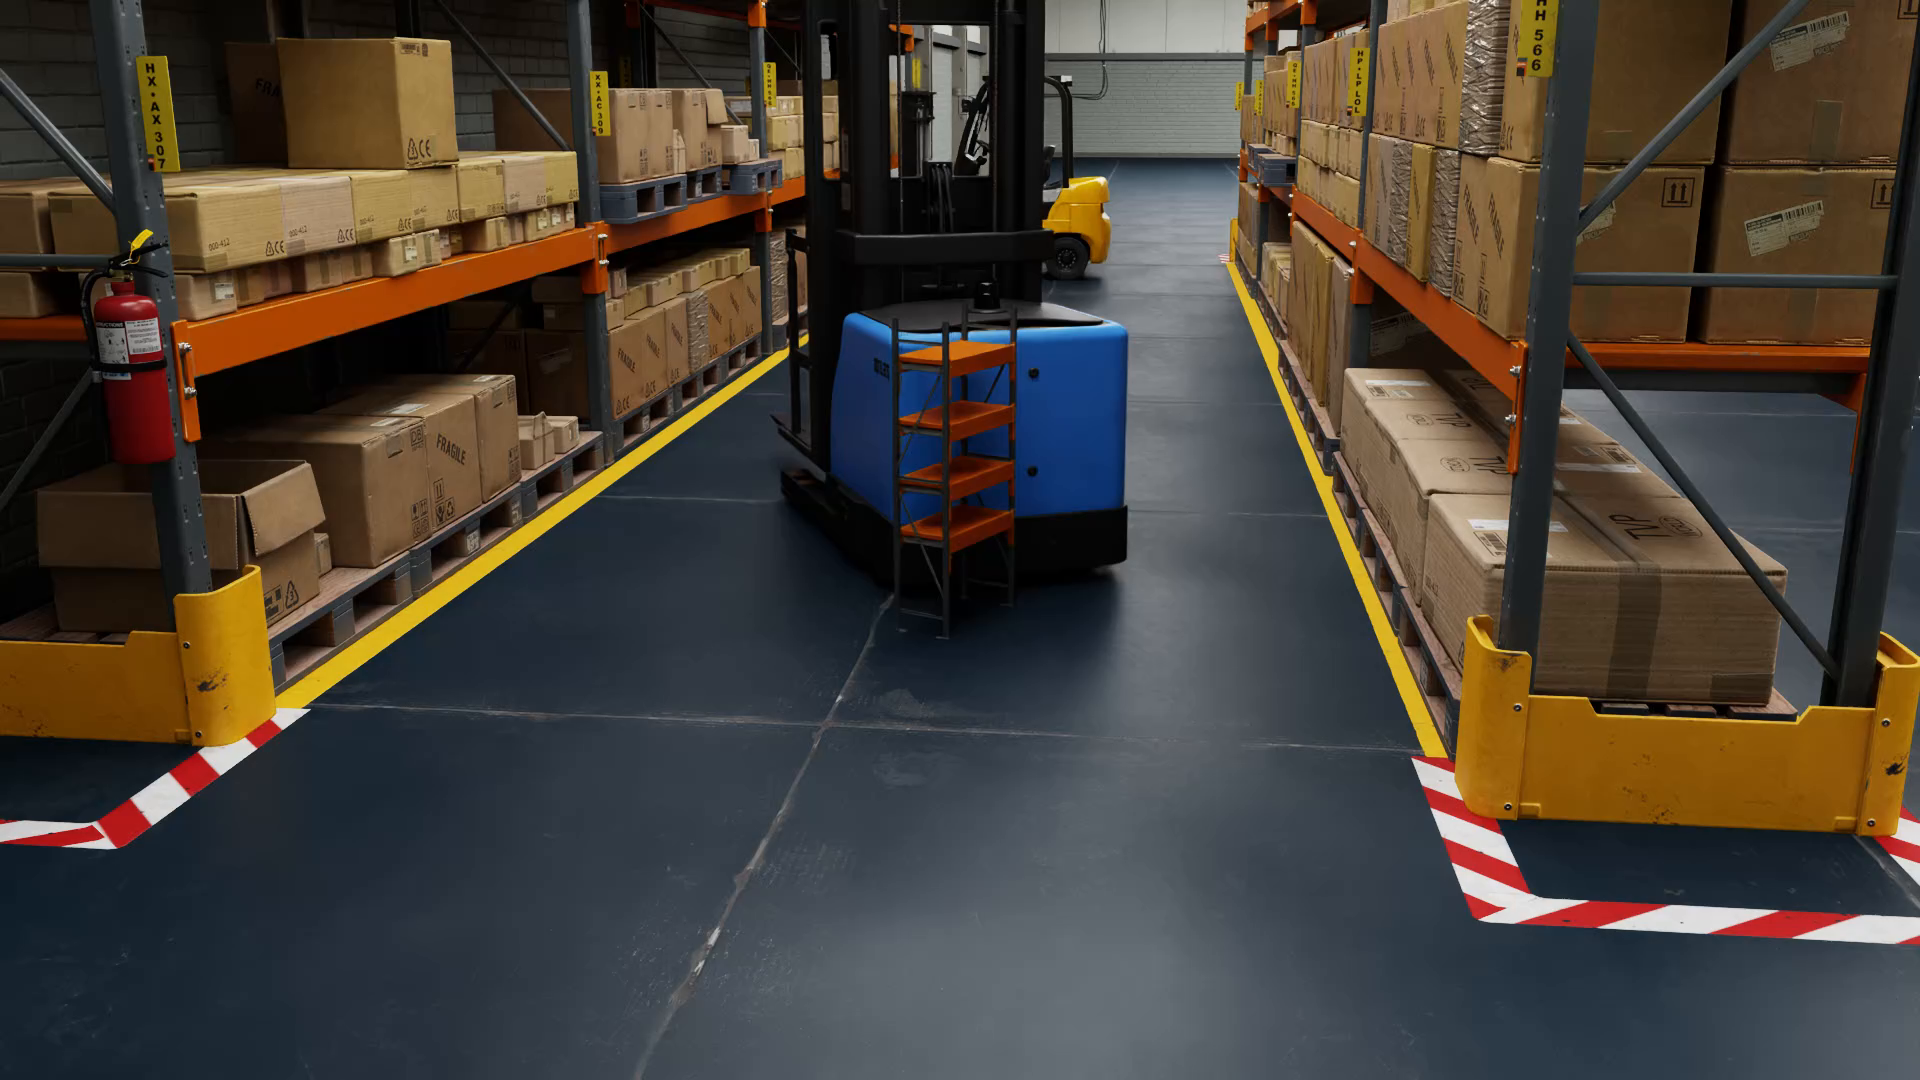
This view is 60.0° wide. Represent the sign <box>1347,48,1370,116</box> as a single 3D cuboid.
[{"bbox_3d":[1.971,-2.261,8.213,0.100,0.325,0.005,2,15,6],"label":"sign"}]

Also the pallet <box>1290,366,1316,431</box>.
[{"bbox_3d":[2.658,-0.901,10.589,1.003,0.211,1.213,2,15,6],"label":"pallet"}]

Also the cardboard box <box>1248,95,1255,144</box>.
[{"bbox_3d":[3.375,-4.518,17.863,0.500,0.500,0.500,1,15,5],"label":"cardboard box"}]

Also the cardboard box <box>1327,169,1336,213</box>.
[{"bbox_3d":[2.446,-2.041,9.751,0.500,0.250,0.500,1,15,5],"label":"cardboard box"}]

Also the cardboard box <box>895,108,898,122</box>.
[{"bbox_3d":[-0.930,-4.763,19.340,0.500,0.500,0.500,2,15,8],"label":"cardboard box"}]

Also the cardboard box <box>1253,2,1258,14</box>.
[{"bbox_3d":[3.363,-5.755,17.932,0.380,0.149,0.250,2,15,7],"label":"cardboard box"}]

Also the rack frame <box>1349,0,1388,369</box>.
[{"bbox_3d":[2.511,-1.727,8.304,1.000,3.000,0.127,2,15,6],"label":"rack frame"}]

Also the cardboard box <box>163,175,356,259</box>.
[{"bbox_3d":[-2.497,-1.147,5.874,0.500,0.250,0.500,2,15,7],"label":"cardboard box"}]

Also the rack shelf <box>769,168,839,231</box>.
[{"bbox_3d":[-1.744,-3.081,14.690,1.077,0.370,4.000,2,15,6],"label":"rack shelf"}]

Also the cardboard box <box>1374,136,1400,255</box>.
[{"bbox_3d":[2.137,-1.531,7.387,0.500,0.500,0.500,2,15,7],"label":"cardboard box"}]

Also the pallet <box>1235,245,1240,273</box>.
[{"bbox_3d":[3.730,-3.264,19.329,1.003,0.211,1.213,2,15,6],"label":"pallet"}]

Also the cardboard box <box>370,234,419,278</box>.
[{"bbox_3d":[-2.368,-1.124,6.552,0.380,0.149,0.250,1,15,5],"label":"cardboard box"}]

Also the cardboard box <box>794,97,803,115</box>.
[{"bbox_3d":[-1.506,-3.680,14.092,0.380,0.149,0.250,2,15,7],"label":"cardboard box"}]

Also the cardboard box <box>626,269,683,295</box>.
[{"bbox_3d":[-2.030,-1.678,10.864,0.380,0.149,0.250,2,15,6],"label":"cardboard box"}]

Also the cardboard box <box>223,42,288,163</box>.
[{"bbox_3d":[-2.854,-1.927,7.324,0.500,0.500,0.500,1,15,5],"label":"cardboard box"}]

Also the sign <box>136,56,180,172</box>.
[{"bbox_3d":[-2.334,-1.237,4.832,0.100,0.325,0.005,2,15,6],"label":"sign"}]

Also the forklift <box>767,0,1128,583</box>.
[{"bbox_3d":[-0.258,-1.579,7.887,1.130,2.935,3.031,-5,16,-19],"label":"forklift"}]

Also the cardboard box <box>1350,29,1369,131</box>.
[{"bbox_3d":[2.312,-2.382,8.616,0.500,0.500,0.500,2,15,8],"label":"cardboard box"}]

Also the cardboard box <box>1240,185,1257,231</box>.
[{"bbox_3d":[3.442,-3.734,18.751,0.500,0.500,0.500,1,15,4],"label":"cardboard box"}]

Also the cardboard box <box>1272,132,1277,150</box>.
[{"bbox_3d":[2.863,-3.412,14.212,0.380,0.149,0.250,2,15,8],"label":"cardboard box"}]

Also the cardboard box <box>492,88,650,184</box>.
[{"bbox_3d":[-2.145,-2.242,9.212,0.700,0.500,0.500,2,15,8],"label":"cardboard box"}]

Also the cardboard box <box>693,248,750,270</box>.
[{"bbox_3d":[-1.774,-2.084,12.363,0.380,0.149,0.250,1,15,4],"label":"cardboard box"}]

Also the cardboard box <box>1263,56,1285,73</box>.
[{"bbox_3d":[3.009,-4.398,15.373,0.380,0.149,0.250,2,15,6],"label":"cardboard box"}]

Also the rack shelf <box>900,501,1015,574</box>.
[{"bbox_3d":[-0.017,-0.015,6.437,0.258,0.148,0.480,9,18,30],"label":"rack shelf"}]

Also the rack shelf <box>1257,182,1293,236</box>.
[{"bbox_3d":[3.188,-2.936,14.152,1.077,0.370,4.000,2,15,6],"label":"rack shelf"}]

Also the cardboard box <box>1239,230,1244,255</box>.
[{"bbox_3d":[3.434,-3.382,18.885,0.500,0.250,0.500,2,15,8],"label":"cardboard box"}]

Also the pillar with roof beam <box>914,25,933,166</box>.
[{"bbox_3d":[3.590,-10.712,30.039,9.100,9.000,0.400,2,15,6],"label":"pillar with roof beam"}]

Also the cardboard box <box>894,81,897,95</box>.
[{"bbox_3d":[-0.919,-5.124,18.861,0.380,0.149,0.250,2,15,8],"label":"cardboard box"}]

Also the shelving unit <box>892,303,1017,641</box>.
[{"bbox_3d":[-0.016,-0.272,6.368,0.258,1.200,0.503,9,18,30],"label":"shelving unit"}]

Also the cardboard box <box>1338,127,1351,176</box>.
[{"bbox_3d":[2.368,-2.148,9.187,0.500,0.250,0.500,2,15,8],"label":"cardboard box"}]

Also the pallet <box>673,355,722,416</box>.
[{"bbox_3d":[-2.232,-1.056,11.162,1.003,0.211,1.213,2,15,6],"label":"pallet"}]

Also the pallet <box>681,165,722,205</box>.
[{"bbox_3d":[-2.185,-2.313,10.837,1.003,0.211,1.213,2,15,6],"label":"pallet"}]

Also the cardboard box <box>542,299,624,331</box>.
[{"bbox_3d":[-2.117,-1.267,9.343,0.380,0.149,0.250,2,15,9],"label":"cardboard box"}]

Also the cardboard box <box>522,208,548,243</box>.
[{"bbox_3d":[-2.220,-1.525,8.036,0.380,0.149,0.250,2,15,8],"label":"cardboard box"}]

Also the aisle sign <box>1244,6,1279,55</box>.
[{"bbox_3d":[3.564,-6.120,19.567,0.394,0.787,0.004,2,15,6],"label":"aisle sign"}]

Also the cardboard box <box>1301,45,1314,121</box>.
[{"bbox_3d":[2.664,-3.175,11.550,0.500,0.500,0.500,1,15,4],"label":"cardboard box"}]

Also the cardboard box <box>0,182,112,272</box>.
[{"bbox_3d":[-3.085,-1.033,5.455,0.500,0.250,0.500,2,15,8],"label":"cardboard box"}]

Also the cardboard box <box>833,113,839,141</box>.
[{"bbox_3d":[-1.371,-3.848,15.475,0.500,0.250,0.500,1,15,5],"label":"cardboard box"}]

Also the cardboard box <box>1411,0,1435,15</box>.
[{"bbox_3d":[2.070,-2.232,6.820,0.380,0.149,0.250,1,15,5],"label":"cardboard box"}]

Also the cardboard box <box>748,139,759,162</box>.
[{"bbox_3d":[-1.663,-2.810,11.983,0.380,0.149,0.250,2,15,7],"label":"cardboard box"}]

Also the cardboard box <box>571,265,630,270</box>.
[{"bbox_3d":[-2.431,-1.756,11.152,0.380,0.149,0.250,2,15,7],"label":"cardboard box"}]

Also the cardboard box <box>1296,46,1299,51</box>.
[{"bbox_3d":[3.842,-4.846,17.159,0.700,0.500,0.500,1,15,5],"label":"cardboard box"}]

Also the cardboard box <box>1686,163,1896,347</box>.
[{"bbox_3d":[2.399,-0.854,4.883,0.500,0.500,0.500,2,15,6],"label":"cardboard box"}]

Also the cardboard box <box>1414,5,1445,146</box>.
[{"bbox_3d":[2.025,-1.748,6.272,0.500,0.500,0.500,2,15,6],"label":"cardboard box"}]

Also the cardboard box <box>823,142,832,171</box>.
[{"bbox_3d":[-1.453,-3.478,15.066,0.500,0.250,0.500,2,15,7],"label":"cardboard box"}]

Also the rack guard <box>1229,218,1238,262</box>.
[{"bbox_3d":[3.857,-3.613,20.067,1.175,0.500,0.348,2,15,6],"label":"rack guard"}]

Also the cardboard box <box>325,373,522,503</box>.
[{"bbox_3d":[-2.457,-0.477,7.663,0.700,0.500,0.500,1,15,4],"label":"cardboard box"}]

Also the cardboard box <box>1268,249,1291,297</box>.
[{"bbox_3d":[3.279,-2.414,15.072,0.950,0.372,0.625,3,15,10],"label":"cardboard box"}]

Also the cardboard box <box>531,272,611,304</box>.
[{"bbox_3d":[-2.177,-1.412,9.310,0.380,0.149,0.250,1,15,5],"label":"cardboard box"}]

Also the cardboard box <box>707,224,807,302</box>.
[{"bbox_3d":[-1.744,-2.472,14.803,0.875,0.625,0.625,1,15,4],"label":"cardboard box"}]

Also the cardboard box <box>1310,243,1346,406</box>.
[{"bbox_3d":[2.596,-1.302,9.997,0.875,0.875,0.875,2,15,8],"label":"cardboard box"}]

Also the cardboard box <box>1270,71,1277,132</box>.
[{"bbox_3d":[2.903,-3.692,14.005,0.500,0.500,0.500,1,15,4],"label":"cardboard box"}]

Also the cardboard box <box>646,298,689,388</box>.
[{"bbox_3d":[-2.032,-1.255,10.542,0.500,0.500,0.500,1,15,5],"label":"cardboard box"}]

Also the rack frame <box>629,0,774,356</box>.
[{"bbox_3d":[-1.970,-2.910,12.677,1.000,3.000,0.127,2,15,6],"label":"rack frame"}]
